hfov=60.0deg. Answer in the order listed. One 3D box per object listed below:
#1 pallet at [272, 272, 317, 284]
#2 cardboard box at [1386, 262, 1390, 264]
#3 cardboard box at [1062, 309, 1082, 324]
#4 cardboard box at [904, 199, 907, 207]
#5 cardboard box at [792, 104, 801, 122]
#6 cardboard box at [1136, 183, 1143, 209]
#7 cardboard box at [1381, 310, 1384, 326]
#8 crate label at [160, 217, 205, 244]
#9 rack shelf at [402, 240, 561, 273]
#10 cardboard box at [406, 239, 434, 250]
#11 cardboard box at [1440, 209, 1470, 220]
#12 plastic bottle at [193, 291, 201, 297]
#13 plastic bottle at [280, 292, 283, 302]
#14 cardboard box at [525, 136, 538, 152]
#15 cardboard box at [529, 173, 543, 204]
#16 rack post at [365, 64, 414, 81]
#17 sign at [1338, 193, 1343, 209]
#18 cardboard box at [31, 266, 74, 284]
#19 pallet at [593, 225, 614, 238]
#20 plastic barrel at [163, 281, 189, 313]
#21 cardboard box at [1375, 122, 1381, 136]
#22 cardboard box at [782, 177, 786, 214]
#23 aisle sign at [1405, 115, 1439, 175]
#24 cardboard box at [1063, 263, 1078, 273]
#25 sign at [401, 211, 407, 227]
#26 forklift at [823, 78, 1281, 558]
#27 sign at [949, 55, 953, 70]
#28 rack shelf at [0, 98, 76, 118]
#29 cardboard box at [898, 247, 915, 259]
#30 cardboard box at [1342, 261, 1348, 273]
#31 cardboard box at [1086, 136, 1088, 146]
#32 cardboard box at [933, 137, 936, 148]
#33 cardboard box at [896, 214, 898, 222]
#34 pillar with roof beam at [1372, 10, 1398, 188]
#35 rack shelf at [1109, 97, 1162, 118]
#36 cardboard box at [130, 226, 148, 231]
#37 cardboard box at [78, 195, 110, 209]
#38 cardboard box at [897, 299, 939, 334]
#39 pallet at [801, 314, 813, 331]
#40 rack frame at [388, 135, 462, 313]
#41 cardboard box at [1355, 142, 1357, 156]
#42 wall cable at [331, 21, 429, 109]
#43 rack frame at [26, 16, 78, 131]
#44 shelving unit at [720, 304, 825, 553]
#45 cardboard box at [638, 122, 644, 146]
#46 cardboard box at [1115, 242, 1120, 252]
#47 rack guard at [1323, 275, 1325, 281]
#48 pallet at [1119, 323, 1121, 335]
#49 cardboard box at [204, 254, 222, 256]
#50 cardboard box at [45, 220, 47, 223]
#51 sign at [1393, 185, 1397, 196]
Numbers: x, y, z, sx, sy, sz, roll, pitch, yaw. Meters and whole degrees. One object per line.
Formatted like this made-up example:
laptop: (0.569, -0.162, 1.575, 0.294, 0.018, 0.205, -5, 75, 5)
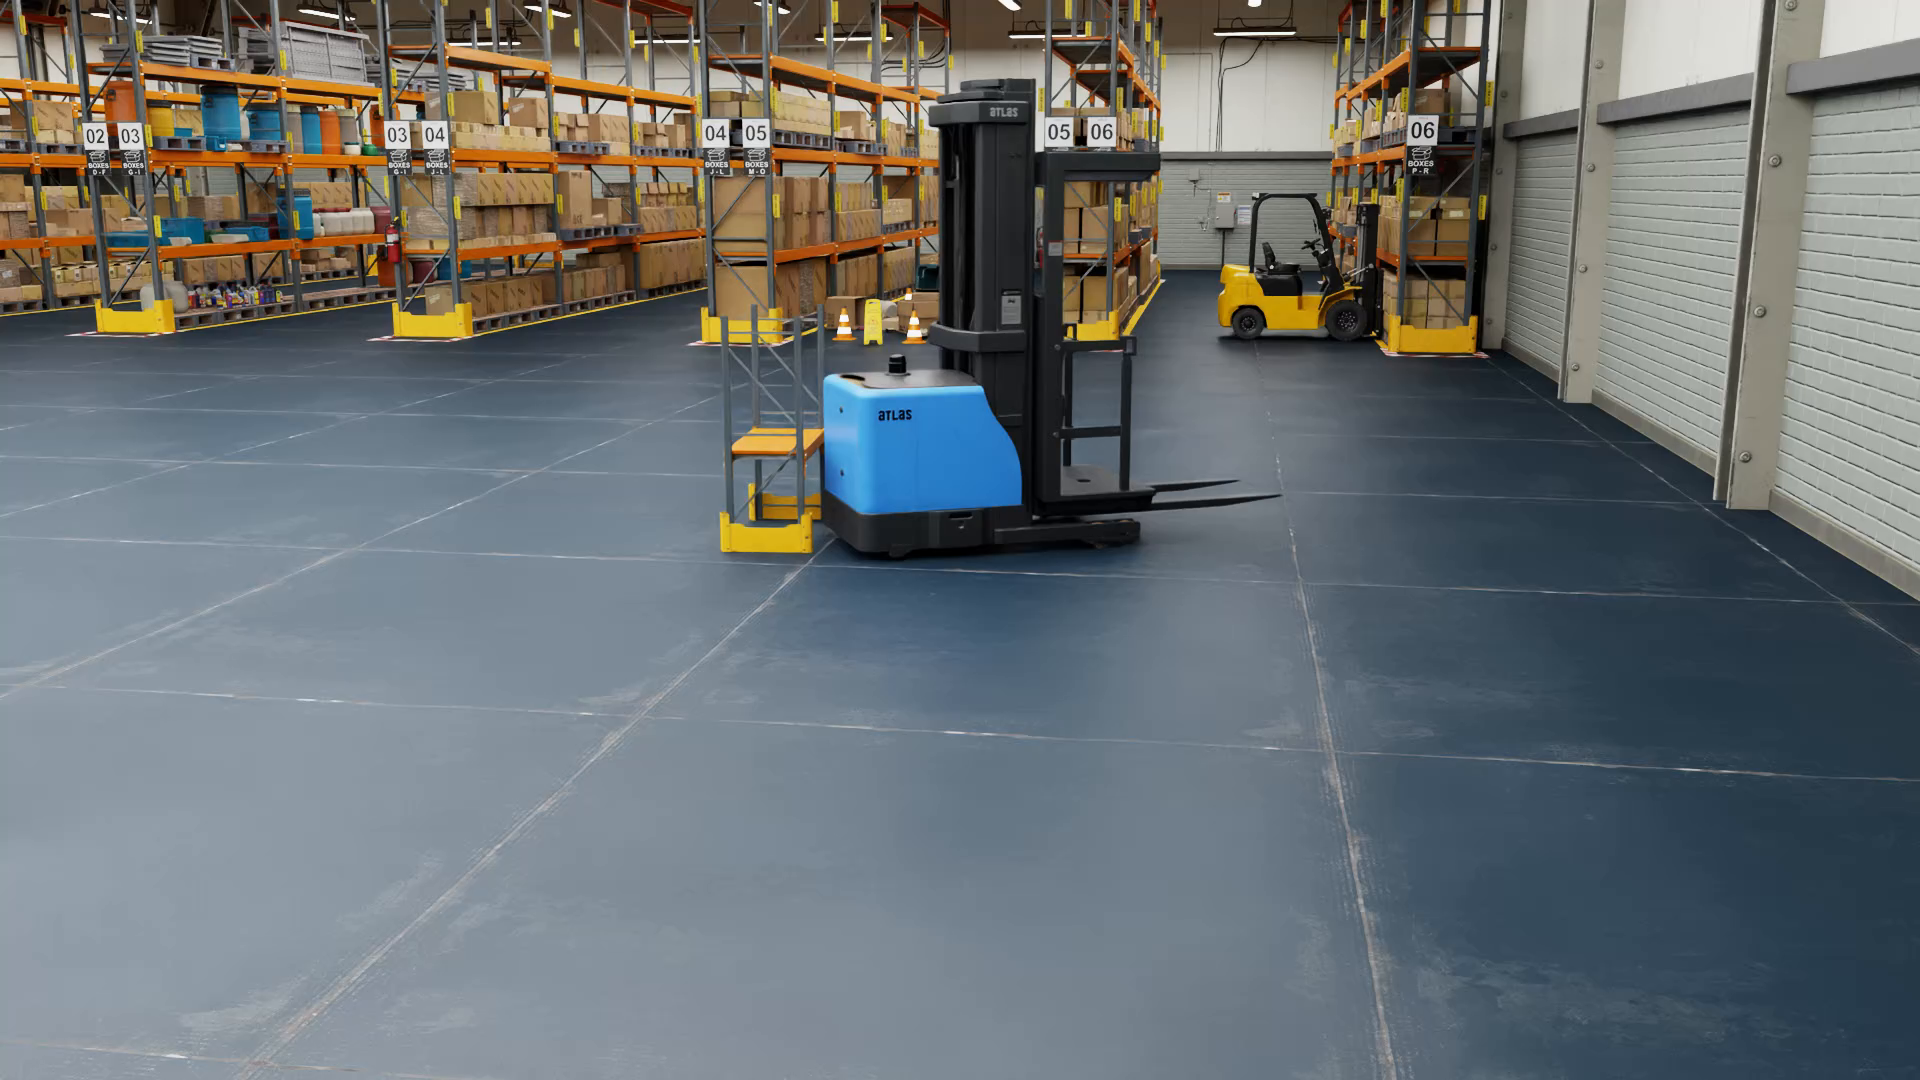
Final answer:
pallet: (-15.939, -6.192, 39.223, 1.003, 0.211, 1.213, 2, 12, 9)
cardboard box: (8.213, -5.175, 31.285, 0.380, 0.149, 0.250, 3, 12, 12)
cardboard box: (1.551, -3.314, 24.782, 0.500, 0.250, 0.500, 2, 12, 8)
cardboard box: (-1.323, -7.082, 34.923, 0.380, 0.149, 0.250, 1, 12, 7)
cardboard box: (-2.736, -6.506, 25.358, 0.500, 0.250, 0.500, 2, 12, 8)
cardboard box: (3.237, -6.569, 31.743, 0.500, 0.500, 0.500, 1, 12, 7)
cardboard box: (6.526, -3.287, 24.657, 0.500, 0.250, 0.500, 2, 12, 9)
crate label: (-12.981, -5.162, 27.741, 0.502, 0.435, 0.616, 2, 12, 9)
rack shelf: (-7.796, -4.657, 27.190, 1.077, 0.370, 4.000, 2, 12, 9)
cardboard box: (-8.263, -4.535, 25.515, 0.380, 0.149, 0.250, 2, 12, 9)
cardboard box: (6.903, -4.539, 23.159, 0.380, 0.149, 0.250, 2, 12, 7)
plastic bottle: (-13.061, -4.113, 28.381, 0.152, 0.276, 0.135, 2, 12, 7)
plastic bottle: (-12.130, -4.347, 29.642, 0.097, 0.201, 0.097, 0, 12, 0)
cardboard box: (-7.391, -6.606, 27.763, 0.500, 0.250, 0.500, 2, 12, 10)
cardboard box: (-7.361, -5.901, 27.939, 0.500, 0.500, 0.500, 2, 12, 9)
rack post: (-11.696, -9.466, 33.736, 0.954, 0.300, 0.937, 2, 12, 9)
sign: (7.902, -7.048, 34.524, 0.100, 0.325, 0.005, 2, 12, 9)
cardboard box: (-16.966, -4.960, 31.087, 0.500, 0.311, 0.500, 2, 12, 9)
pallet: (-7.137, -5.750, 31.011, 1.003, 0.211, 1.213, 2, 12, 9)
plastic barrel: (-12.894, -3.986, 27.276, 0.421, 0.512, 0.421, 0, 12, 0)
cardboard box: (7.080, -6.779, 27.188, 0.500, 0.311, 0.500, 1, 12, 7)
cardboard box: (-3.129, -5.205, 25.107, 0.875, 0.550, 0.550, 2, 12, 9)
aisle sign: (6.294, -5.378, 22.656, 0.394, 0.787, 0.004, 2, 12, 9)
cardboard box: (1.586, -4.122, 25.210, 0.380, 0.149, 0.250, 2, 12, 10)
sign: (-11.222, -6.481, 33.561, 0.100, 0.325, 0.005, 2, 12, 9)
forklift: (0.657, -1.486, 10.931, 3.031, 2.935, 1.130, -4, 13, -18)
sign: (-0.212, -11.186, 38.943, 0.100, 0.325, 0.005, 2, 12, 9)
rack shelf: (-21.248, -9.541, 36.561, 1.077, 0.370, 4.000, 2, 12, 9)
cardboard box: (-1.237, -6.095, 35.313, 0.500, 0.250, 0.500, 2, 12, 7)
cardboard box: (8.143, -5.499, 34.326, 0.500, 0.500, 0.500, 2, 12, 11)
cardboard box: (2.013, -5.731, 23.941, 0.380, 0.149, 0.250, 1, 12, 7)
cardboard box: (-0.824, -8.957, 37.483, 0.500, 0.250, 0.500, 1, 12, 6)
cardboard box: (-1.476, -6.575, 33.982, 0.380, 0.149, 0.250, 1, 12, 7)
pillar with roof beam: (6.106, -11.046, 40.888, 9.100, 9.000, 0.548, 2, 12, 9)
rack shelf: (3.842, -9.571, 36.701, 1.077, 0.370, 4.000, 2, 12, 9)
cardboard box: (-16.526, -6.260, 33.519, 0.380, 0.149, 0.250, 2, 12, 9)
cardboard box: (-20.841, -7.831, 39.497, 0.980, 0.700, 0.700, 2, 12, 10)
cardboard box: (-0.542, -3.498, 26.032, 0.797, 0.503, 0.637, -7, 14, -30)
pallet: (-2.982, -3.470, 26.592, 1.003, 0.211, 1.213, 2, 12, 9)
rack frame: (-8.103, -4.592, 25.182, 1.000, 3.000, 0.127, 2, 12, 9)
cardboard box: (7.740, -7.389, 31.395, 0.500, 0.250, 0.500, 2, 12, 9)
wall cable: (-16.429, -13.366, 47.037, 3.097, 2.526, 0.112, 2, 12, 9)
rack frame: (-20.941, -10.504, 38.375, 1.000, 3.000, 0.127, 2, 12, 9)
shelving unit: (-1.208, -0.767, 10.994, 0.587, 1.500, 1.083, 1, 12, 3)
cardboard box: (-6.804, -8.290, 33.986, 0.500, 0.500, 0.500, 3, 12, 12)
cardboard box: (2.176, -4.369, 24.744, 0.380, 0.149, 0.250, 2, 12, 10)
rack guard: (9.043, -6.204, 38.594, 1.175, 0.500, 0.348, 2, 12, 9)
pallet: (1.861, -3.092, 24.839, 1.003, 0.211, 1.213, 2, 12, 9)
cardboard box: (-16.591, -6.366, 36.523, 0.500, 0.250, 0.500, 2, 12, 8)
cardboard box: (-20.899, -7.168, 37.682, 0.380, 0.149, 0.250, 2, 12, 9)
sign: (8.989, -7.158, 34.339, 0.100, 0.325, 0.005, 2, 12, 9)
